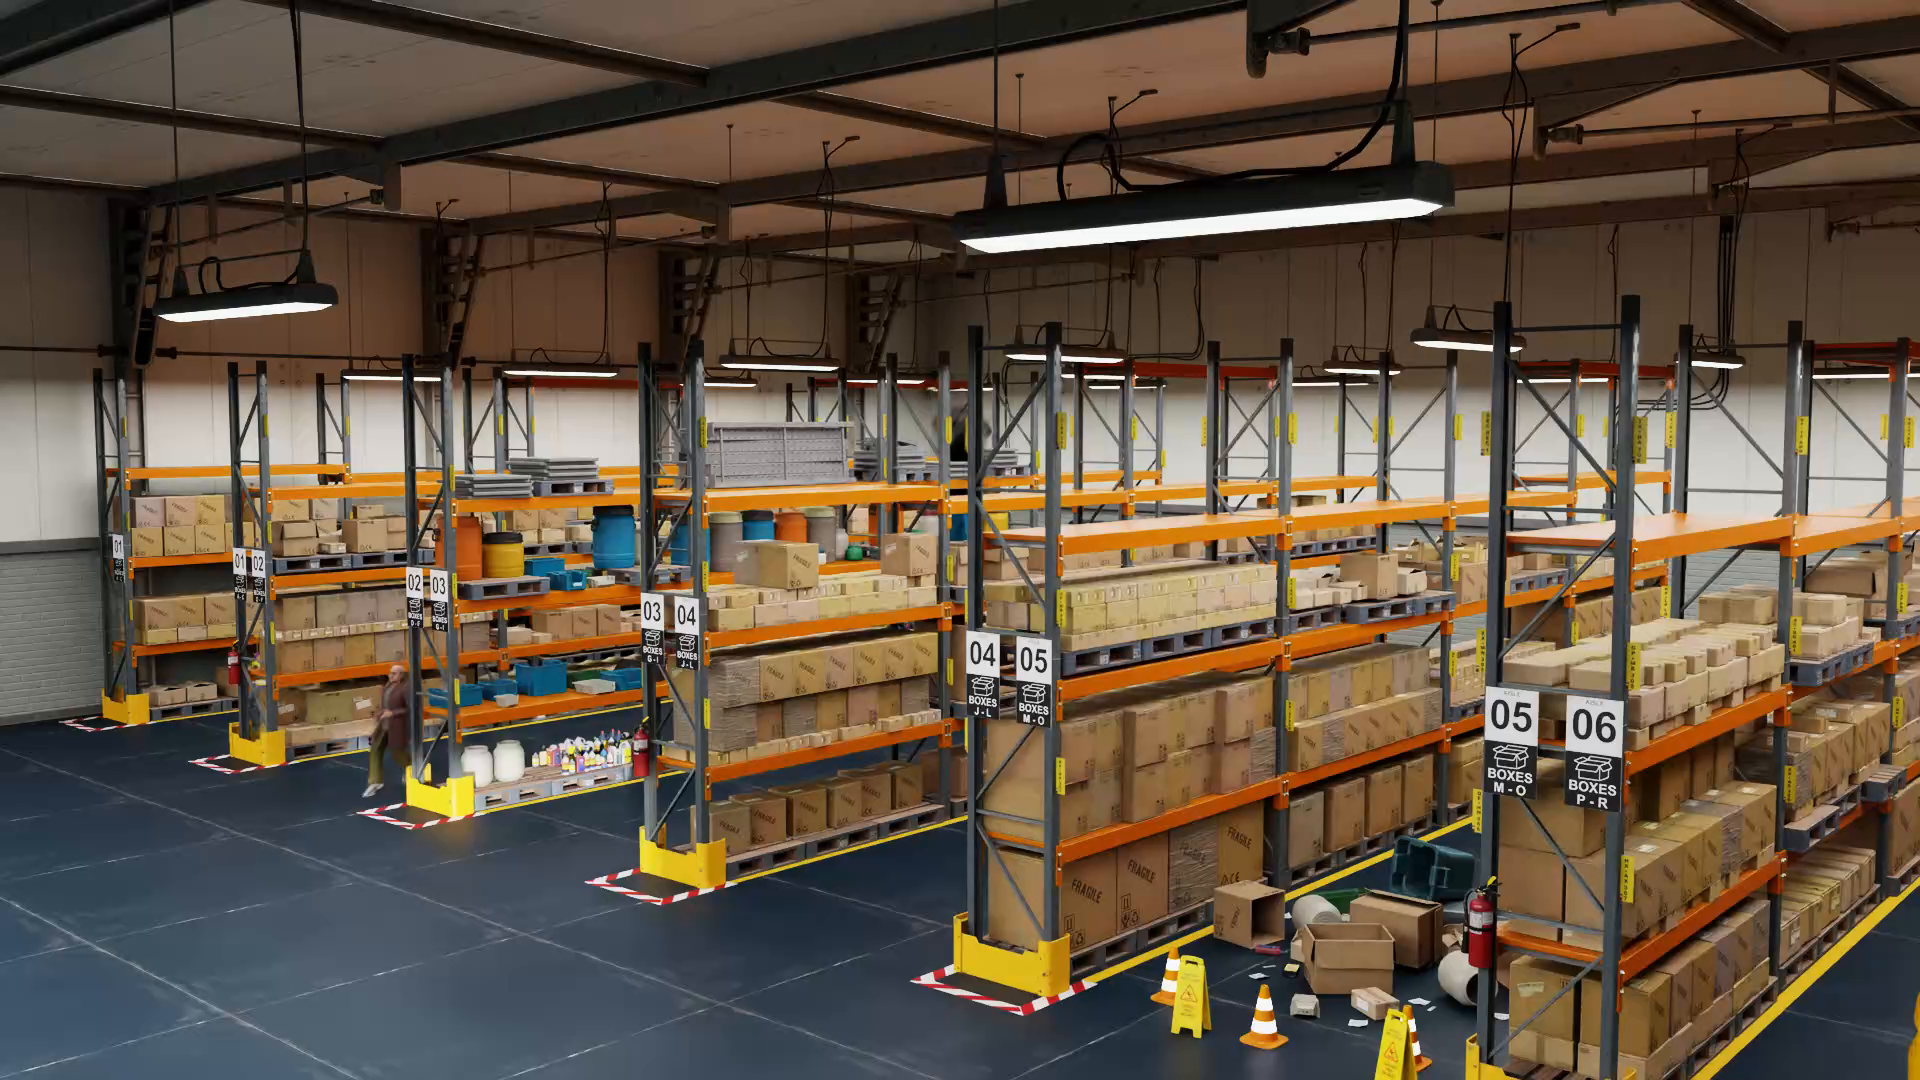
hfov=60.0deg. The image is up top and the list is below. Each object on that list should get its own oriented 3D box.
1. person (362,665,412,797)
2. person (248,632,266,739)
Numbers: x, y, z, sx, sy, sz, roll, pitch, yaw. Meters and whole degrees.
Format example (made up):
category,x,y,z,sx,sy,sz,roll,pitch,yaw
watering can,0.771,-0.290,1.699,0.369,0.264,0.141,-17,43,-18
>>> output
category,x,y,z,sx,sy,sz,roll,pitch,yaw
person,-7.769,2.610,22.970,0.736,1.803,0.987,2,5,28
person,-11.142,2.335,26.597,0.681,1.800,0.732,3,5,34
